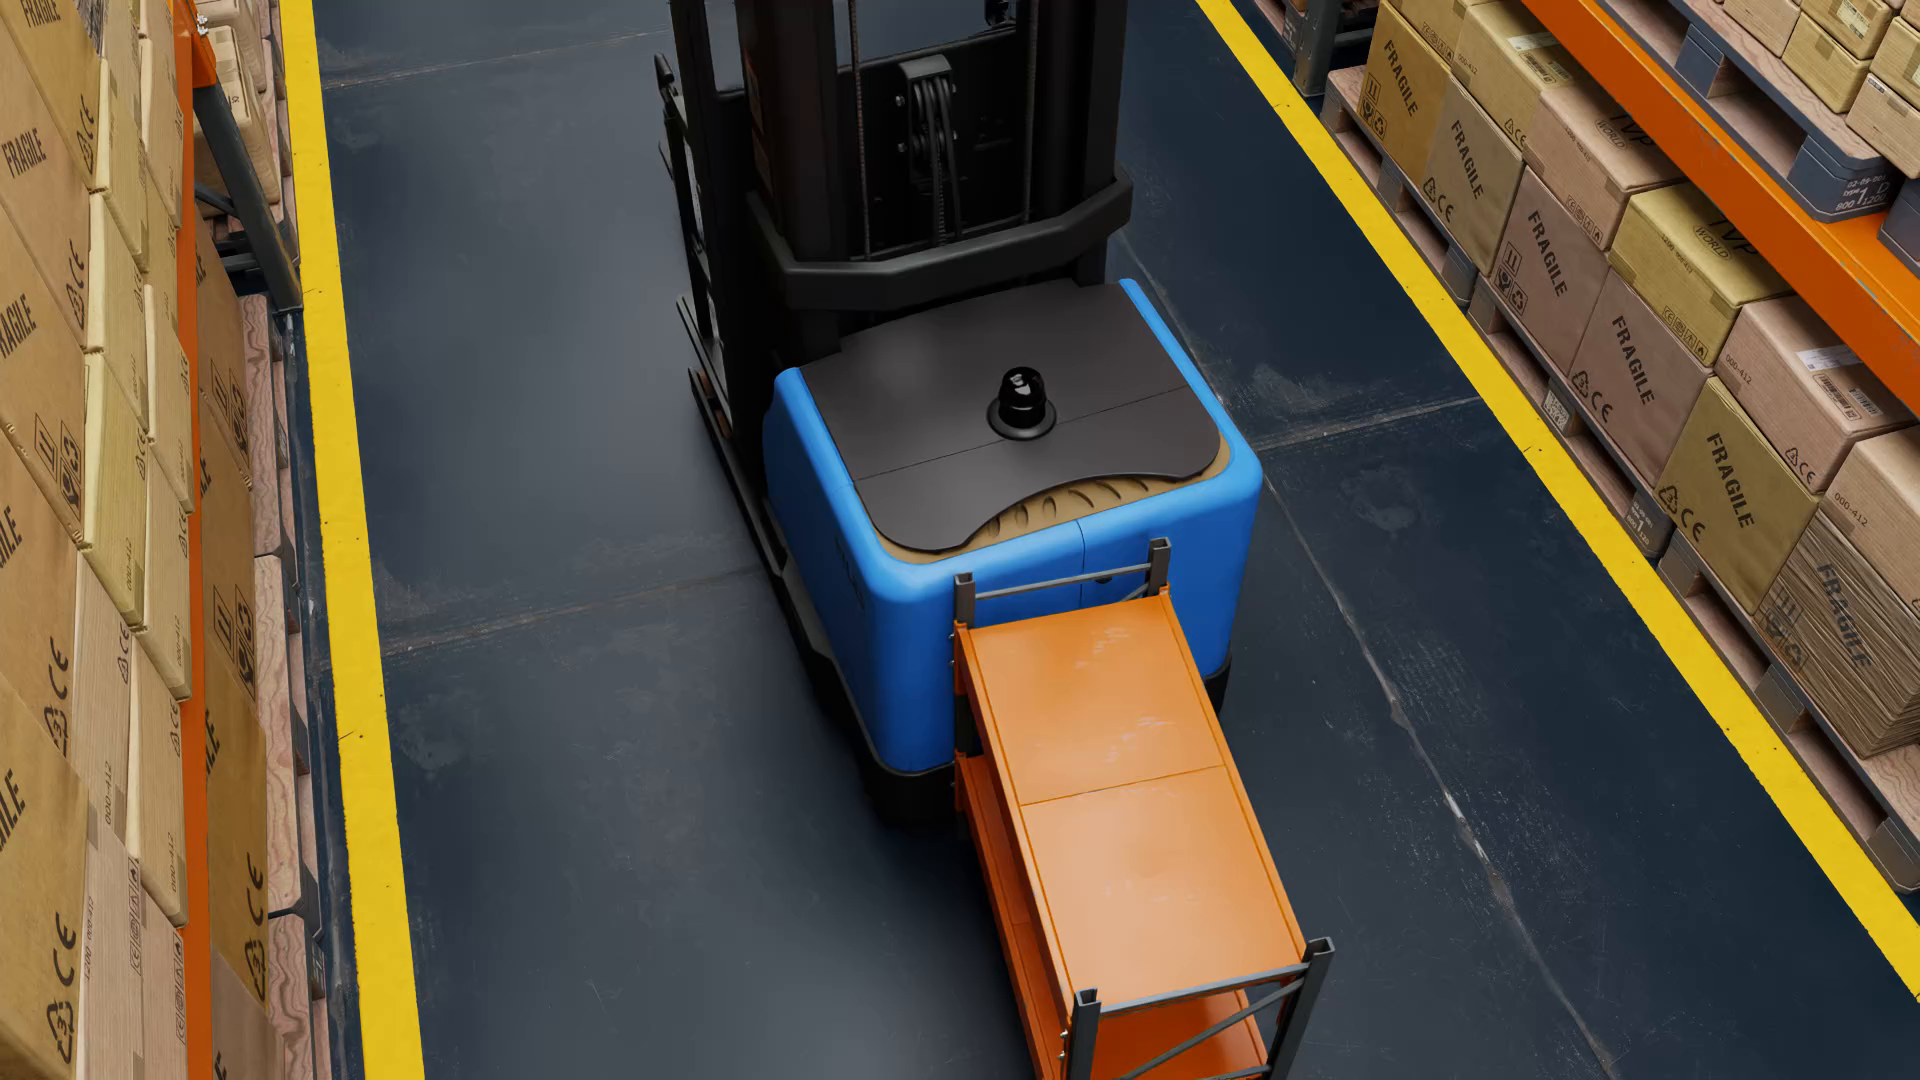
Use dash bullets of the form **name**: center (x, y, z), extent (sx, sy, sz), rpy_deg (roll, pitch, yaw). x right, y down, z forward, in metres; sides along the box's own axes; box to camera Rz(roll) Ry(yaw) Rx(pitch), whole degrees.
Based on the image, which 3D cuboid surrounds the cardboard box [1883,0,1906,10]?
- **cardboard box**: center (2.352, -1.439, 4.002), extent (0.380, 0.149, 0.250), rpy_deg (-15, 52, -13)

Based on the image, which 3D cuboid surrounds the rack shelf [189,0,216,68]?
- **rack shelf**: center (-3.431, -2.949, 6.245), extent (1.077, 0.370, 4.000), rpy_deg (-13, 51, -11)

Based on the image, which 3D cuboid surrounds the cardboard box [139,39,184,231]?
- **cardboard box**: center (-2.276, -0.992, 4.222), extent (0.500, 0.250, 0.500), rpy_deg (-12, 51, -10)

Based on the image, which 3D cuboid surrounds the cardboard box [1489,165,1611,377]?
- **cardboard box**: center (2.133, -0.928, 5.431), extent (0.500, 0.500, 0.500), rpy_deg (-14, 51, -12)

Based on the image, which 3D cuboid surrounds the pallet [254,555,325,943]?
- **pallet**: center (-2.321, 0.661, 4.555), extent (1.003, 0.211, 1.213), rpy_deg (-13, 51, -11)

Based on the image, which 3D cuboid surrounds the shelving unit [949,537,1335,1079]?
- **shelving unit**: center (0.346, 0.787, 3.851), extent (0.538, 1.125, 1.048), rpy_deg (-10, 51, -8)

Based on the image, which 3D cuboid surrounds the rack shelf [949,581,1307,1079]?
- **rack shelf**: center (0.346, 0.599, 3.627), extent (0.538, 0.278, 1.000), rpy_deg (-10, 51, -8)

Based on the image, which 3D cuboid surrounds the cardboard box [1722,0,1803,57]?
- **cardboard box**: center (2.268, -1.437, 4.389), extent (0.380, 0.149, 0.250), rpy_deg (-15, 51, -12)

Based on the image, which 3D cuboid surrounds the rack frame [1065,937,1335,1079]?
- **rack frame**: center (0.460, 1.166, 3.531), extent (0.500, 1.125, 0.032), rpy_deg (-10, 51, -8)

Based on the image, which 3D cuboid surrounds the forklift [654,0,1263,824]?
- **forklift**: center (-0.258, -1.329, 4.453), extent (1.130, 2.935, 3.031), rpy_deg (-17, 52, -14)

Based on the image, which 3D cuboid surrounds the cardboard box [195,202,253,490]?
- **cardboard box**: center (-2.715, -0.648, 4.949), extent (0.875, 0.875, 0.875), rpy_deg (-14, 51, -11)

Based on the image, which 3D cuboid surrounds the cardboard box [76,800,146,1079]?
- **cardboard box**: center (-1.518, 0.703, 2.466), extent (0.500, 0.250, 0.500), rpy_deg (-15, 51, -12)

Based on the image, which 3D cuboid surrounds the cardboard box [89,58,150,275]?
- **cardboard box**: center (-2.128, -0.794, 3.728), extent (0.500, 0.250, 0.500), rpy_deg (-15, 51, -12)

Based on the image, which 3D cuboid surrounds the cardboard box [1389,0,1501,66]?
- **cardboard box**: center (1.832, -1.926, 5.782), extent (0.500, 0.250, 0.500), rpy_deg (-15, 52, -13)

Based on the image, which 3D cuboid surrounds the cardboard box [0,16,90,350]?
- **cardboard box**: center (-1.994, -0.648, 3.115), extent (0.500, 0.500, 0.500), rpy_deg (-14, 51, -12)

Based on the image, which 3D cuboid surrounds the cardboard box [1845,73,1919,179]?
- **cardboard box**: center (2.424, -1.049, 4.062), extent (0.380, 0.149, 0.250), rpy_deg (-15, 52, -13)

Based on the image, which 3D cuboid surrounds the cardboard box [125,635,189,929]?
- **cardboard box**: center (-1.689, 0.491, 2.972), extent (0.500, 0.250, 0.500), rpy_deg (-14, 51, -12)

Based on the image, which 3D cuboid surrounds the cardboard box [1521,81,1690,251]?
- **cardboard box**: center (2.116, -1.192, 5.162), extent (0.500, 0.250, 0.500), rpy_deg (-13, 51, -11)

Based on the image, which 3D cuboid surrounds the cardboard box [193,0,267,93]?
- **cardboard box**: center (-3.223, -1.961, 6.385), extent (0.950, 0.372, 0.625), rpy_deg (-14, 51, -12)

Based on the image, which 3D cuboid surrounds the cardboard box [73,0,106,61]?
- **cardboard box**: center (-2.277, -1.384, 3.735), extent (0.500, 0.500, 0.500), rpy_deg (-13, 51, -10)

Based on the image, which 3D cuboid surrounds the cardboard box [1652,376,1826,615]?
- **cardboard box**: center (2.431, -0.180, 4.800), extent (0.500, 0.500, 0.500), rpy_deg (-14, 51, -12)

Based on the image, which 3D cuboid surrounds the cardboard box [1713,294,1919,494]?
- **cardboard box**: center (2.441, -0.429, 4.519), extent (0.500, 0.250, 0.500), rpy_deg (-11, 51, -9)

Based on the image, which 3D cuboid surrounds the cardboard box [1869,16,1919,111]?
- **cardboard box**: center (2.425, -1.151, 3.954), extent (0.380, 0.149, 0.250), rpy_deg (-16, 52, -13)

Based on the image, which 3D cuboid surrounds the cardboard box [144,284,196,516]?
- **cardboard box**: center (-1.965, -0.254, 3.601), extent (0.500, 0.250, 0.500), rpy_deg (-14, 51, -12)

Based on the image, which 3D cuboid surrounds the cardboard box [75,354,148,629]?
- **cardboard box**: center (-1.822, -0.046, 3.098), extent (0.500, 0.250, 0.500), rpy_deg (-13, 51, -11)

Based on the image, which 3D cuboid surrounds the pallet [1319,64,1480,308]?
- **pallet**: center (2.089, -1.444, 6.329), extent (1.003, 0.211, 1.213), rpy_deg (-13, 51, -11)

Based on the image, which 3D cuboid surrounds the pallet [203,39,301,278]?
- **pallet**: center (-3.069, -1.393, 6.286), extent (1.003, 0.211, 1.213), rpy_deg (-13, 51, -11)

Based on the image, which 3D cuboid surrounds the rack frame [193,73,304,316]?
- **rack frame**: center (-2.840, -1.720, 4.738), extent (1.000, 3.000, 0.127), rpy_deg (-13, 51, -11)

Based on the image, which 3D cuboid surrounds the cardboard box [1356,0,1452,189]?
- **cardboard box**: center (1.825, -1.669, 6.055), extent (0.500, 0.500, 0.500), rpy_deg (-15, 52, -13)

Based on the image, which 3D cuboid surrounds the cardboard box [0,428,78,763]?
- **cardboard box**: center (-1.689, 0.095, 2.489), extent (0.500, 0.500, 0.500), rpy_deg (-14, 51, -11)

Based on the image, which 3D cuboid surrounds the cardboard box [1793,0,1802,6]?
- **cardboard box**: center (2.276, -1.529, 4.272), extent (0.380, 0.149, 0.250), rpy_deg (-12, 51, -10)

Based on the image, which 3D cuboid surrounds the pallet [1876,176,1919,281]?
- **pallet**: center (2.955, -0.521, 3.853), extent (1.003, 0.211, 1.213), rpy_deg (-13, 51, -11)

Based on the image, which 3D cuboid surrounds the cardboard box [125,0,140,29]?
- **cardboard box**: center (-2.454, -1.537, 4.355), extent (0.500, 0.250, 0.500), rpy_deg (-13, 51, -11)

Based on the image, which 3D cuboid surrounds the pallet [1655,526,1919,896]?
- **pallet**: center (2.810, 0.339, 4.826), extent (1.003, 0.211, 1.213), rpy_deg (-13, 51, -11)

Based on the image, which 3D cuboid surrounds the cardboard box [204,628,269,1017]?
- **cardboard box**: center (-2.191, 0.658, 3.849), extent (0.875, 0.875, 0.875), rpy_deg (-12, 51, -10)
